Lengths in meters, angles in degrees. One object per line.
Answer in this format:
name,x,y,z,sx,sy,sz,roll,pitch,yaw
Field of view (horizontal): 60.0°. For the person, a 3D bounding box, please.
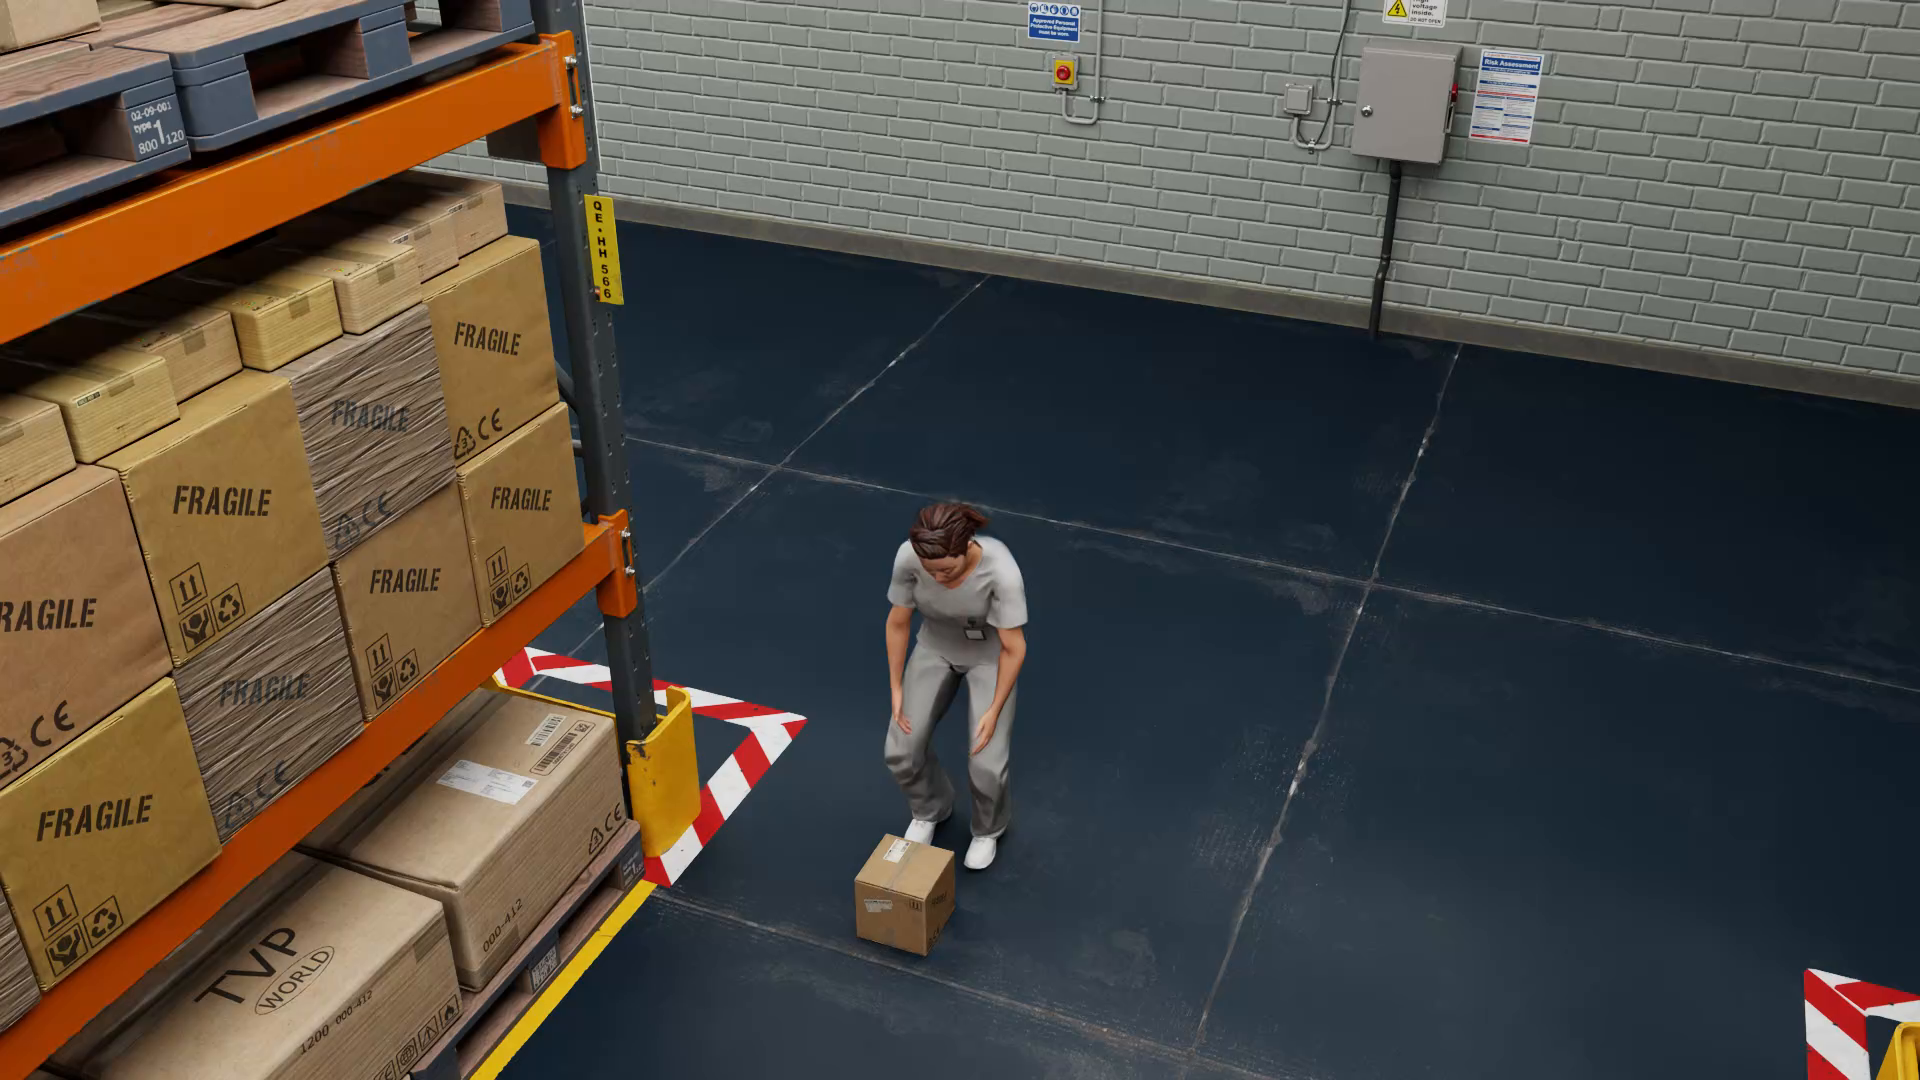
person,0.006,0.455,5.550,0.487,1.469,0.575,12,32,20
